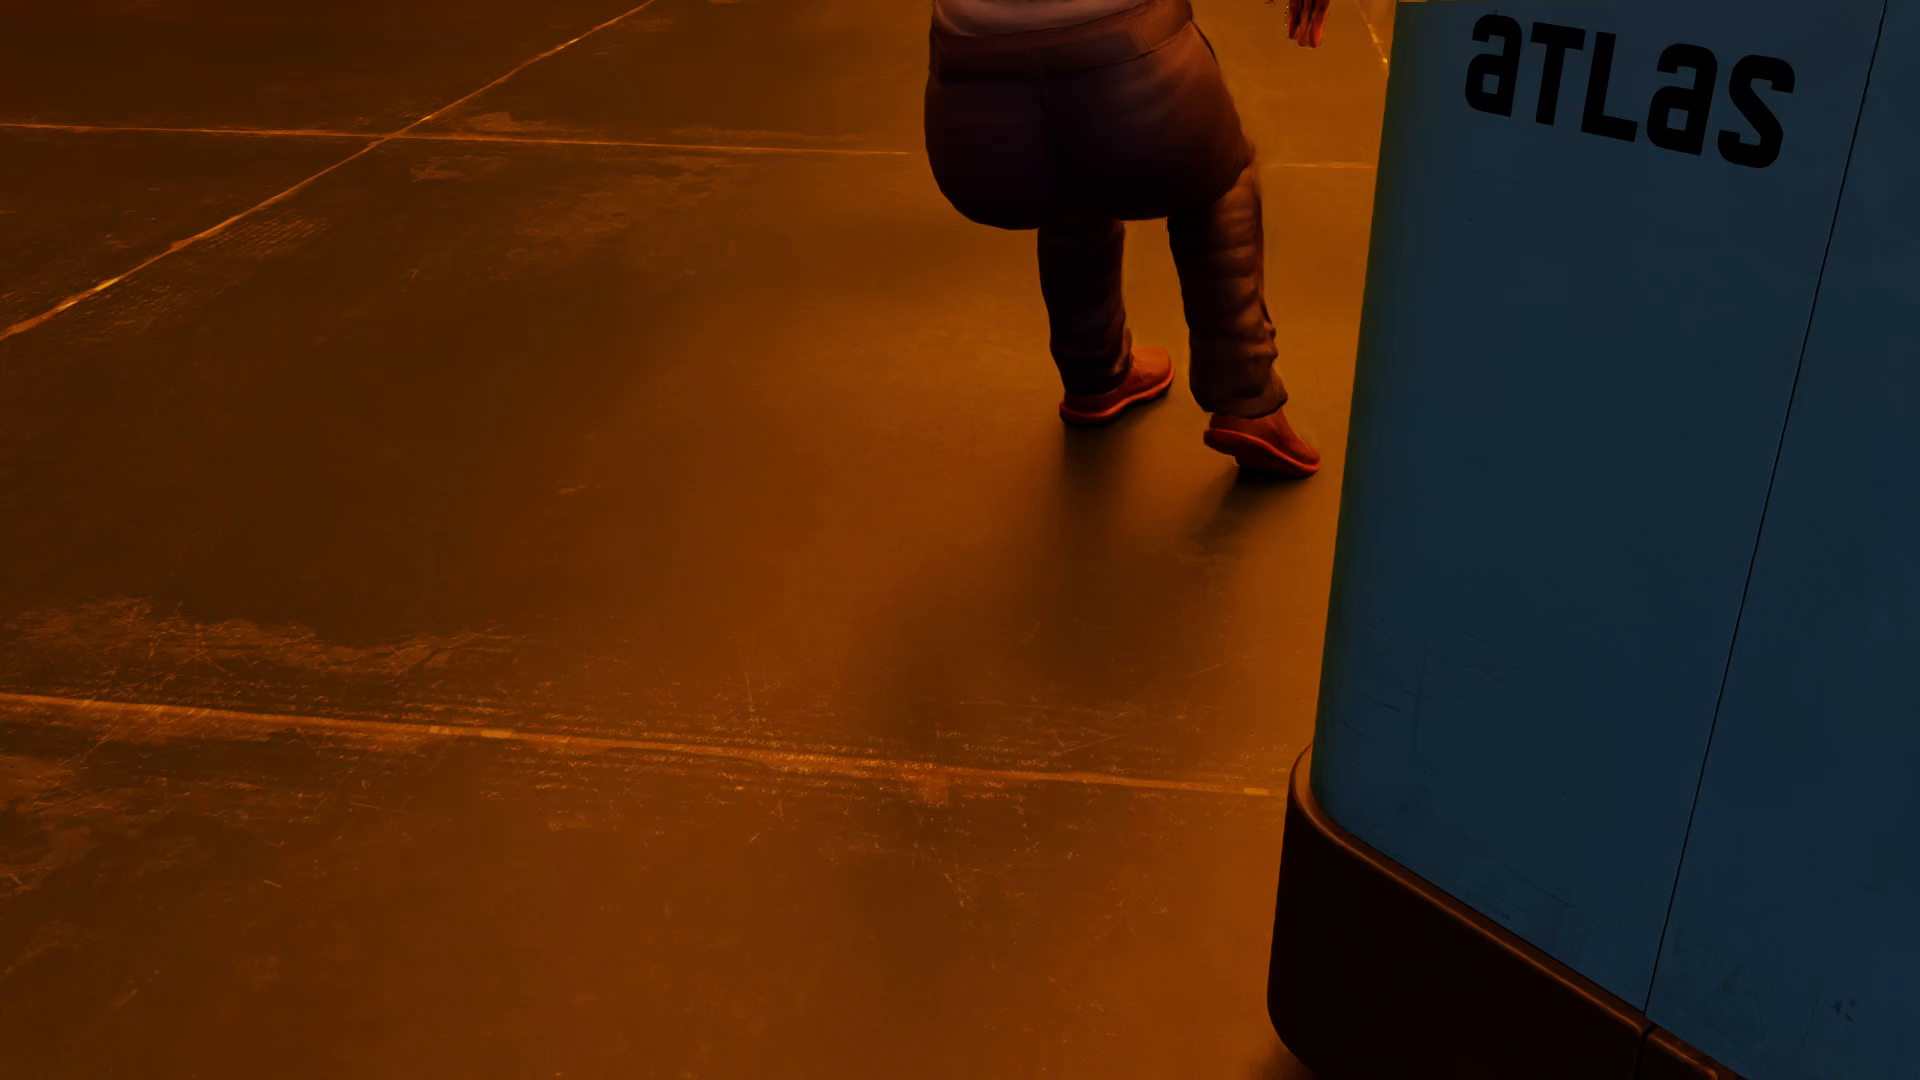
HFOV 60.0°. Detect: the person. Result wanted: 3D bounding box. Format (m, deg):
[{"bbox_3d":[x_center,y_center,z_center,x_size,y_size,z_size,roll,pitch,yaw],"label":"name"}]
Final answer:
[{"bbox_3d":[0.207,-0.753,2.472,0.778,1.448,0.804,6,27,12],"label":"person"}]
